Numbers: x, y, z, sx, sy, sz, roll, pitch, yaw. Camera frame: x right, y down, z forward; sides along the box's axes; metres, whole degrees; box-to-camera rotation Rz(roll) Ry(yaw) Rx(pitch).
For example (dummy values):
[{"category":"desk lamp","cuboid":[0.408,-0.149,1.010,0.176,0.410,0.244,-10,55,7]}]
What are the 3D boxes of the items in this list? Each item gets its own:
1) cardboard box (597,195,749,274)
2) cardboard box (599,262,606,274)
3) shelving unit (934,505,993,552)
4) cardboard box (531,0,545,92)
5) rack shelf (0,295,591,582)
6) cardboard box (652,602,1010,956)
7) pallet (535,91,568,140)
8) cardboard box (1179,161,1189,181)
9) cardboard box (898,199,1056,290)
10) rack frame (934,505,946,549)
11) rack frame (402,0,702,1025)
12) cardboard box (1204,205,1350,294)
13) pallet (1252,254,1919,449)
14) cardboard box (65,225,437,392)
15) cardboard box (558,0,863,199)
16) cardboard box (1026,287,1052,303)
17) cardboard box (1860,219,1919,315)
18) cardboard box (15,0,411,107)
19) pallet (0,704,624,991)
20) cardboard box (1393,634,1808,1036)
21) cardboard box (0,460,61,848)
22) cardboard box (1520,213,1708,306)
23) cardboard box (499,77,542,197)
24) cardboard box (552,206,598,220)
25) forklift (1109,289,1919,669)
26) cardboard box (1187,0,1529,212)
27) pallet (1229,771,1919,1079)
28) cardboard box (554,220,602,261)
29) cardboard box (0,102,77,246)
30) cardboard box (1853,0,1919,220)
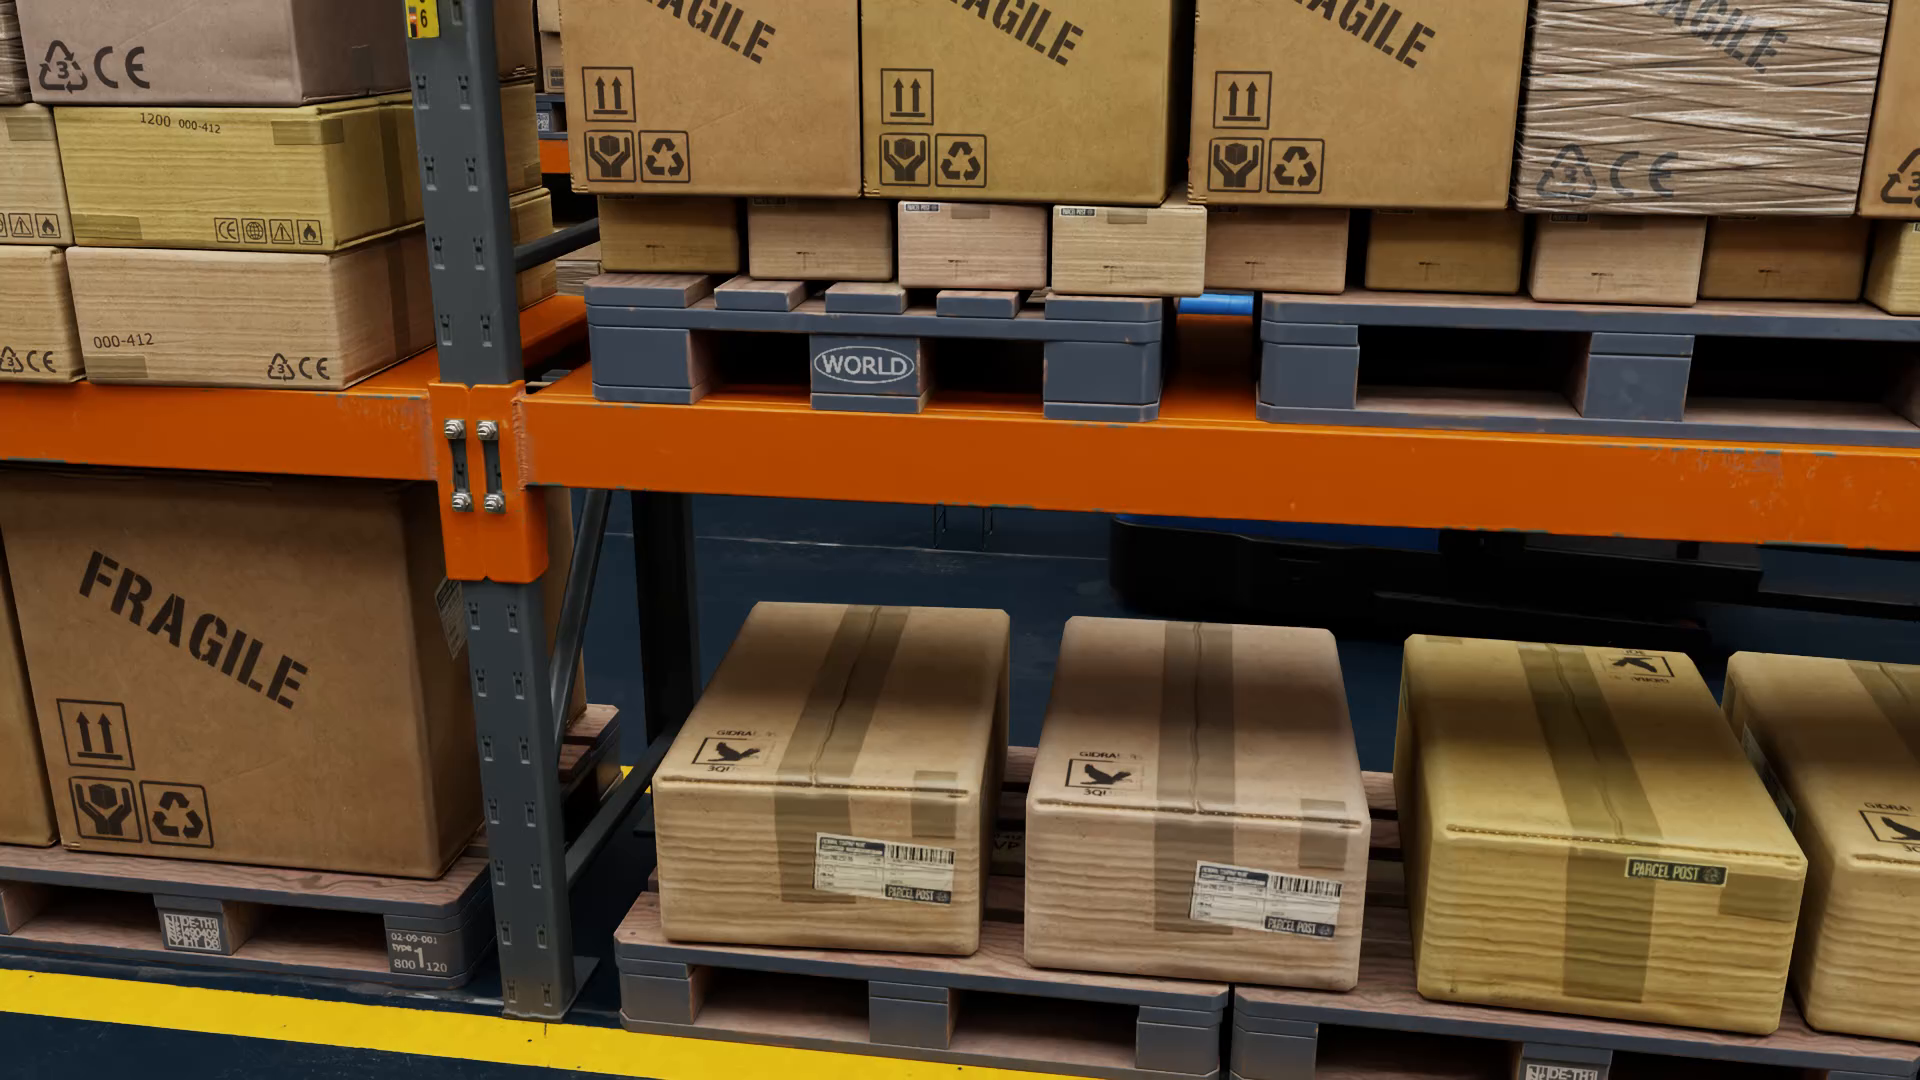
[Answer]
[{"category":"cardboard box","cuboid":[-0.499,-0.606,3.120,0.250,0.149,0.380,2,19,5]},{"category":"cardboard box","cuboid":[-1.468,-1.177,8.372,0.500,0.500,0.500,4,19,11]},{"category":"shelving unit","cuboid":[0.014,-0.568,6.111,0.189,1.200,0.258,3,19,9]},{"category":"cardboard box","cuboid":[-2.228,-2.443,8.059,0.500,0.500,0.700,3,19,8]},{"category":"rack shelf","cuboid":[-2.765,-0.360,3.785,4.000,0.370,1.077,3,19,9]},{"category":"cardboard box","cuboid":[-0.234,0.478,3.626,0.625,0.372,0.950,2,19,5]},{"category":"pallet","cuboid":[-1.928,-2.161,8.337,1.213,0.211,1.003,3,19,9]},{"category":"cardboard box","cuboid":[0.350,-0.733,3.500,0.250,0.149,0.380,2,19,6]},{"category":"cardboard box","cuboid":[0.038,-0.553,2.962,0.250,0.149,0.380,2,19,5]},{"category":"rack frame","cuboid":[-0.076,-0.573,6.124,0.006,1.200,0.240,3,19,9]},{"category":"rack frame","cuboid":[-0.790,-0.600,3.370,0.127,3.000,1.000,3,19,9]},{"category":"cardboard box","cuboid":[0.556,-0.545,2.938,0.250,0.149,0.380,4,19,12]},{"category":"pallet","cuboid":[1.171,-0.423,3.141,1.213,0.211,1.003,3,19,9]},{"category":"cardboard box","cuboid":[-1.331,-0.473,3.227,0.500,0.250,0.500,2,19,7]},{"category":"cardboard box","cuboid":[-0.383,-0.893,2.956,0.500,0.500,0.500,2,19,7]},{"category":"cardboard box","cuboid":[0.607,-1.193,8.221,0.625,0.625,0.875,4,19,10]},{"category":"cardboard box","cuboid":[1.602,-0.474,2.727,0.250,0.149,0.380,3,19,9]},{"category":"cardboard box","cuboid":[-1.342,-1.066,3.028,0.500,0.500,0.500,2,19,7]},{"category":"pallet","cuboid":[-1.557,0.659,4.001,1.213,0.211,1.003,3,19,9]},{"category":"cardboard box","cuboid":[1.244,0.553,3.403,0.625,0.372,0.950,4,19,10]},{"category":"cardboard box","cuboid":[-2.339,0.101,3.960,0.875,0.875,0.875,3,19,9]},{"category":"cardboard box","cuboid":[1.089,-0.509,2.832,0.250,0.149,0.380,4,19,10]},{"category":"cardboard box","cuboid":[-1.251,-0.869,3.622,0.500,0.250,0.500,3,19,8]},{"category":"cardboard box","cuboid":[-2.017,-1.676,8.840,0.250,0.149,0.380,2,19,6]},{"category":"forklift","cuboid":[2.081,-1.169,5.178,3.031,2.935,1.130,6,19,16]},{"category":"cardboard box","cuboid":[0.658,-0.844,2.810,0.500,0.500,0.500,3,19,10]},{"category":"pallet","cuboid":[1.182,0.824,3.508,1.213,0.211,1.003,3,19,9]},{"category":"cardboard box","cuboid":[-1.839,-1.498,8.308,0.250,0.149,0.380,2,19,6]},{"category":"cardboard box","cuboid":[-1.816,-0.736,3.223,0.500,0.250,0.500,2,19,7]},{"category":"cardboard box","cuboid":[1.668,-0.790,2.650,0.500,0.500,0.500,4,19,11]}]
